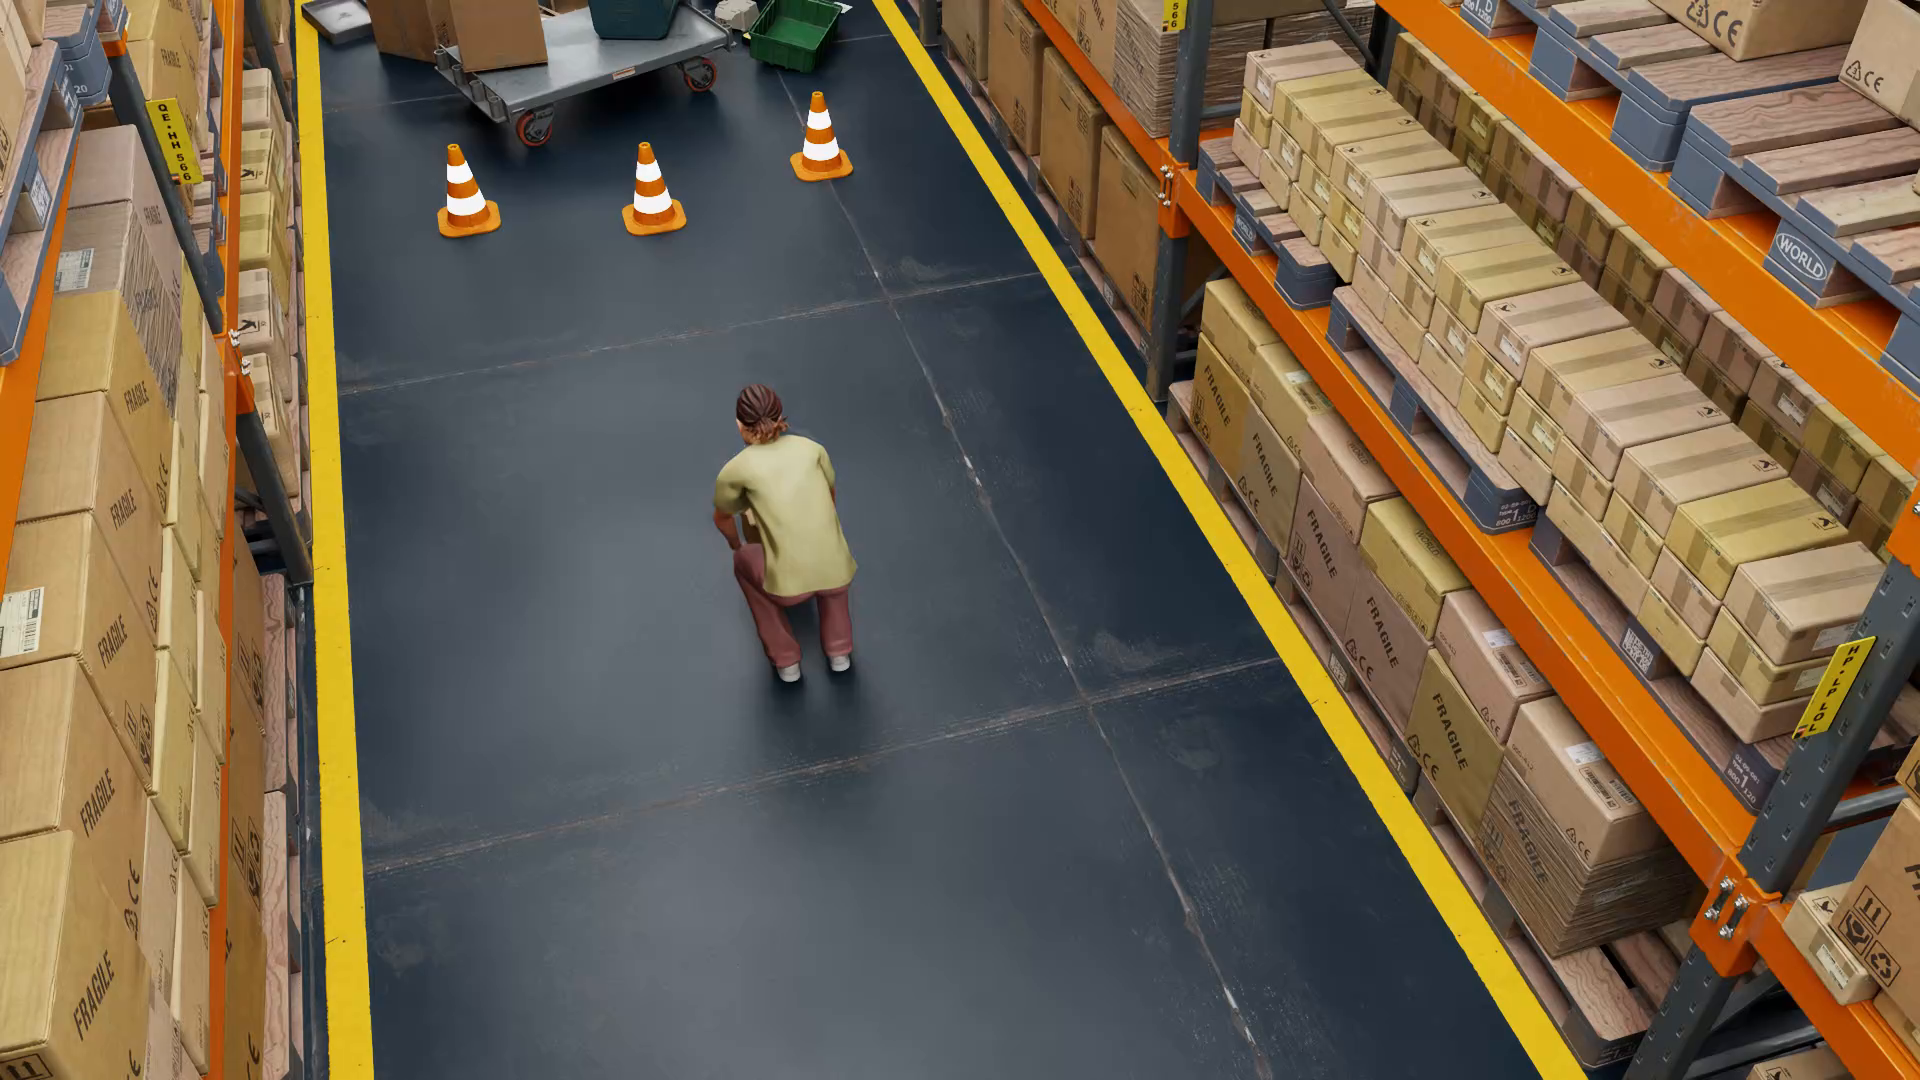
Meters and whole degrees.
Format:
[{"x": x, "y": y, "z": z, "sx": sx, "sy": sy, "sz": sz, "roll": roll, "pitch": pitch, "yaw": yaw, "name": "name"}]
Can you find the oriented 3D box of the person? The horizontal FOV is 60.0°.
[{"x": -0.690, "y": 0.007, "z": 6.552, "sx": 0.506, "sy": 1.142, "sz": 0.741, "roll": -12, "pitch": 44, "yaw": -13, "name": "person"}]
